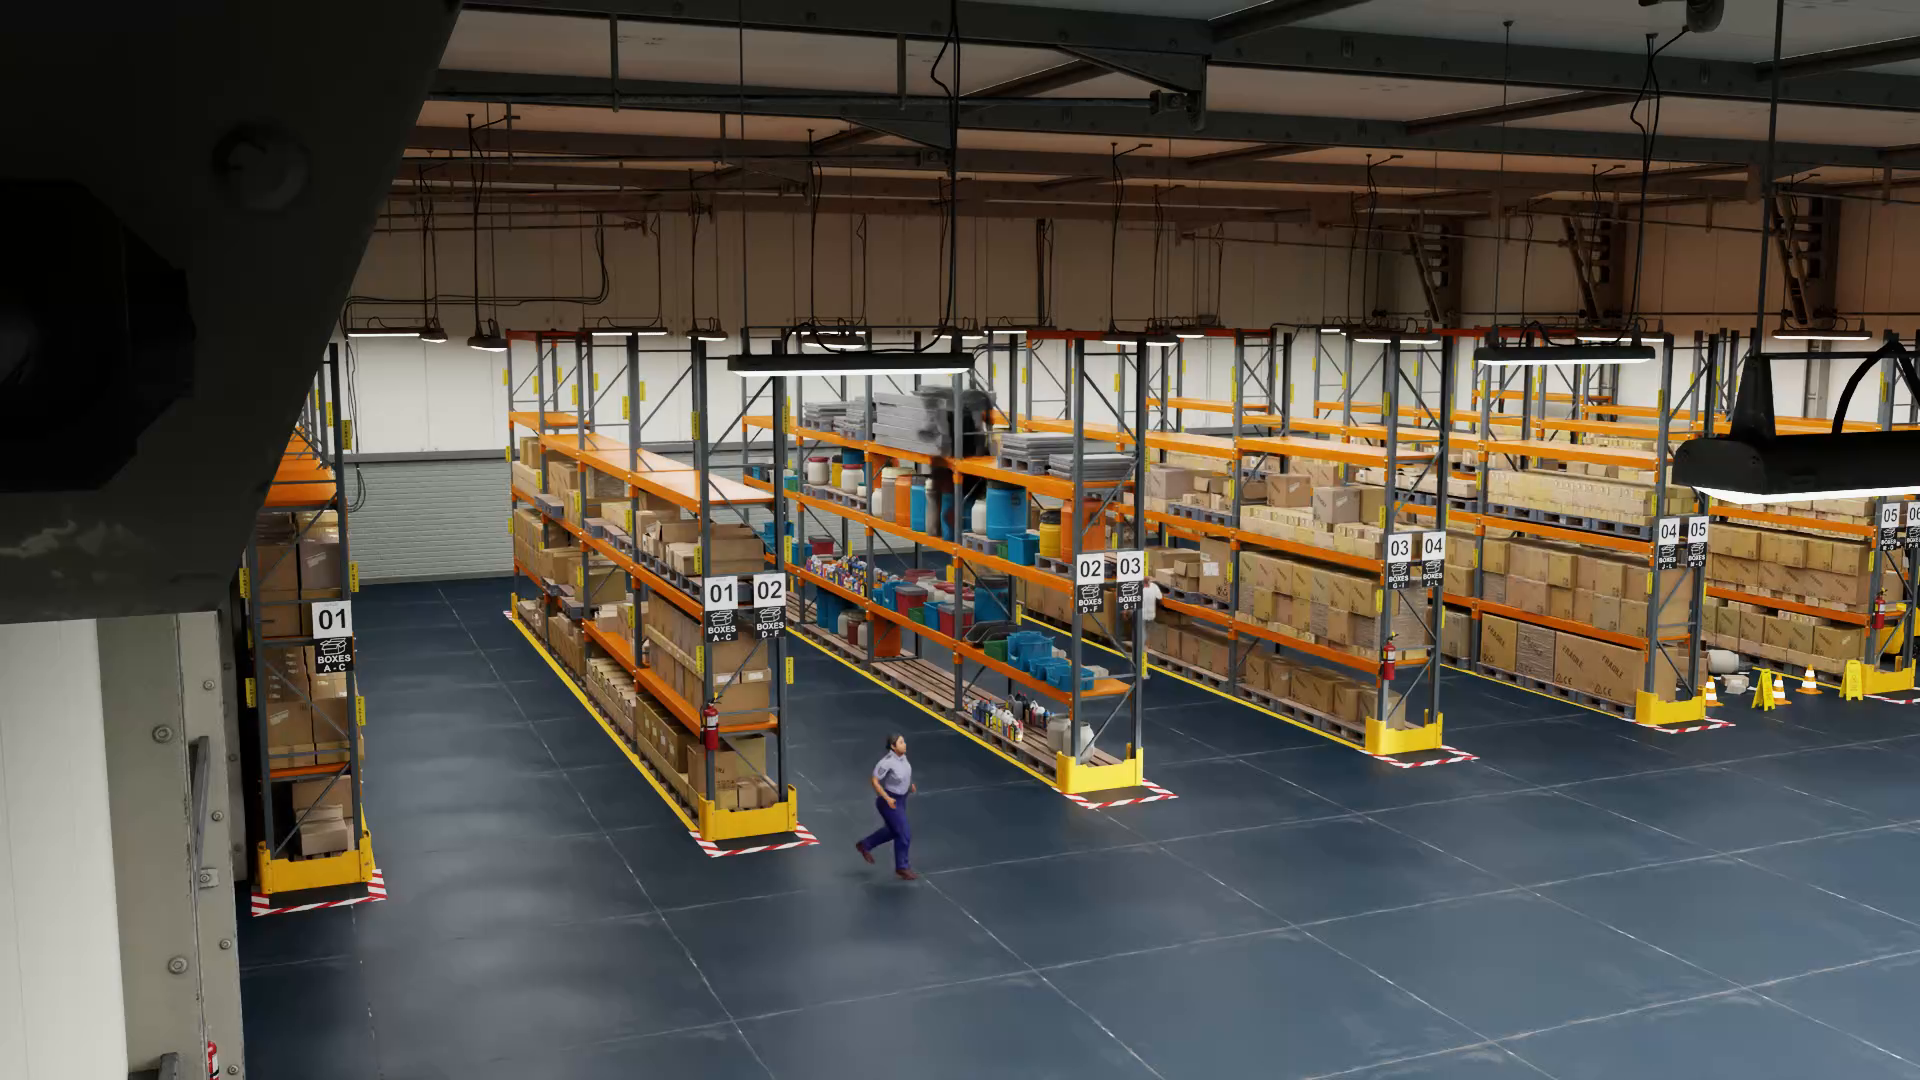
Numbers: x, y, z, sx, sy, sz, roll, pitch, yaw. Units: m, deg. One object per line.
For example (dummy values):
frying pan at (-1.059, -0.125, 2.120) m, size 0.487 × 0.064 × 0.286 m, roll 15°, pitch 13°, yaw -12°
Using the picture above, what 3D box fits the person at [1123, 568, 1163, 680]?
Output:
person at (3.096, 1.371, 28.015) m, size 0.674 × 1.870 × 0.746 m, roll -4°, pitch 9°, yaw -26°

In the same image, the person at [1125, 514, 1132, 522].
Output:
person at (4.275, -0.119, 41.587) m, size 0.625 × 1.607 × 0.596 m, roll -3°, pitch 8°, yaw -18°

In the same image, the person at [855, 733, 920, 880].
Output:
person at (-0.817, 3.072, 18.814) m, size 0.794 × 1.482 × 0.605 m, roll 2°, pitch 8°, yaw 16°

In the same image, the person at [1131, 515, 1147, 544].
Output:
person at (4.005, 0.282, 38.315) m, size 0.673 × 1.779 × 0.908 m, roll -2°, pitch 8°, yaw -15°
